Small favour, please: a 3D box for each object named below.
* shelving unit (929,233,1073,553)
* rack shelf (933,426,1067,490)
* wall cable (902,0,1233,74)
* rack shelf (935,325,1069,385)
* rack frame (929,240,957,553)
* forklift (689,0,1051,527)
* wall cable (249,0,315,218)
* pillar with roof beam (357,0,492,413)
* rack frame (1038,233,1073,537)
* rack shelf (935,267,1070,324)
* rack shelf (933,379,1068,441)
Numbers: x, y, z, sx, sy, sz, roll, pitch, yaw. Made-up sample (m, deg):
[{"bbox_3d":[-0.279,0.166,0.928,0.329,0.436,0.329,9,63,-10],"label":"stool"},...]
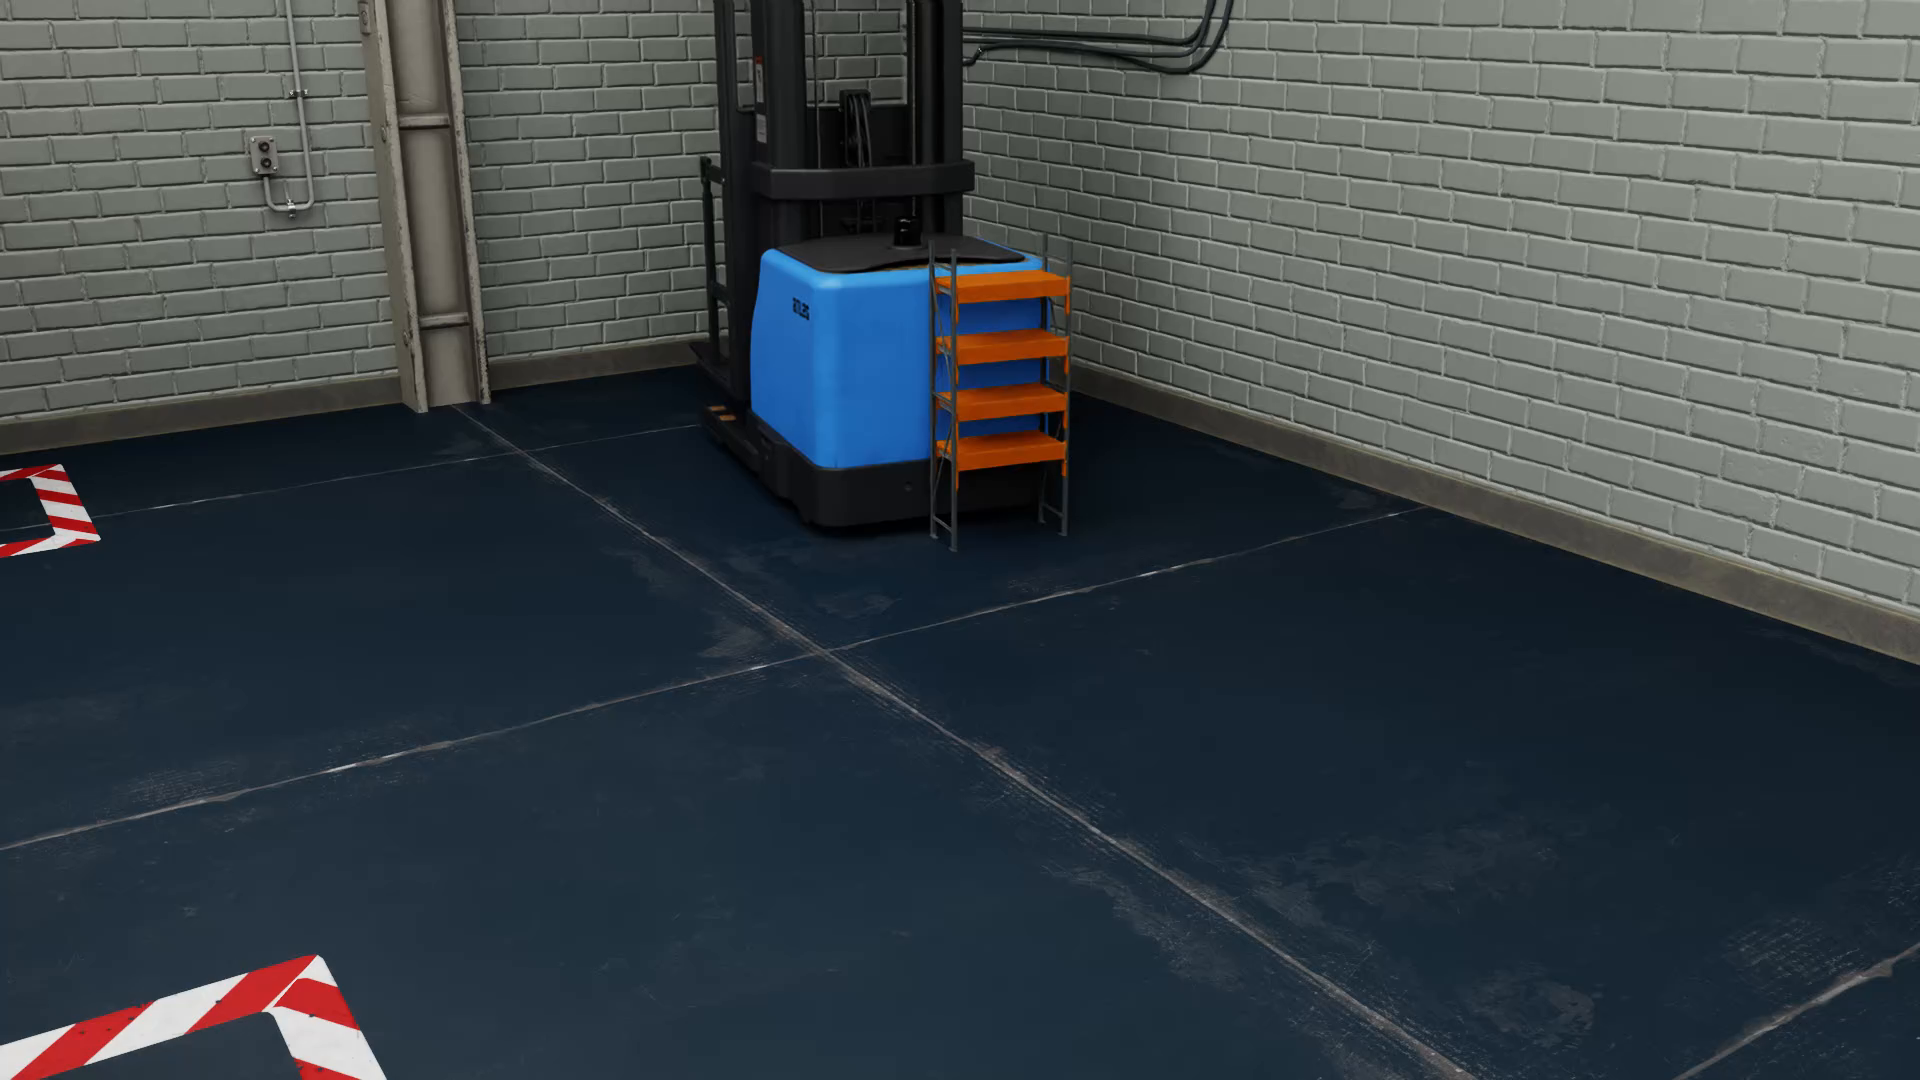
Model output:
[{"bbox_3d":[0.158,-0.584,6.598,0.503,1.200,0.258,-8,20,-22],"label":"shelving unit"},{"bbox_3d":[0.158,-0.332,6.683,0.480,0.148,0.258,-8,20,-22],"label":"rack shelf"},{"bbox_3d":[0.381,-3.728,8.568,0.112,2.526,3.097,-12,22,-31],"label":"wall cable"},{"bbox_3d":[0.158,-0.732,6.548,0.480,0.148,0.258,-8,20,-22],"label":"rack shelf"},{"bbox_3d":[-0.066,-0.553,6.507,0.015,1.200,0.240,-8,20,-22],"label":"rack frame"},{"bbox_3d":[-0.636,-1.875,7.715,1.130,2.935,3.031,-7,20,-21],"label":"forklift"},{"bbox_3d":[-3.990,-2.416,7.621,1.851,1.984,0.084,-12,22,-31],"label":"wall cable"},{"bbox_3d":[-0.392,-3.853,4.092,0.400,9.000,9.100,-12,22,-31],"label":"pillar with roof beam"},{"bbox_3d":[0.382,-0.614,6.689,0.015,1.200,0.240,-8,20,-22],"label":"rack frame"},{"bbox_3d":[0.158,-0.956,6.472,0.480,0.148,0.258,-8,20,-22],"label":"rack shelf"},{"bbox_3d":[0.158,-0.520,6.619,0.480,0.148,0.258,-8,20,-22],"label":"rack shelf"}]
